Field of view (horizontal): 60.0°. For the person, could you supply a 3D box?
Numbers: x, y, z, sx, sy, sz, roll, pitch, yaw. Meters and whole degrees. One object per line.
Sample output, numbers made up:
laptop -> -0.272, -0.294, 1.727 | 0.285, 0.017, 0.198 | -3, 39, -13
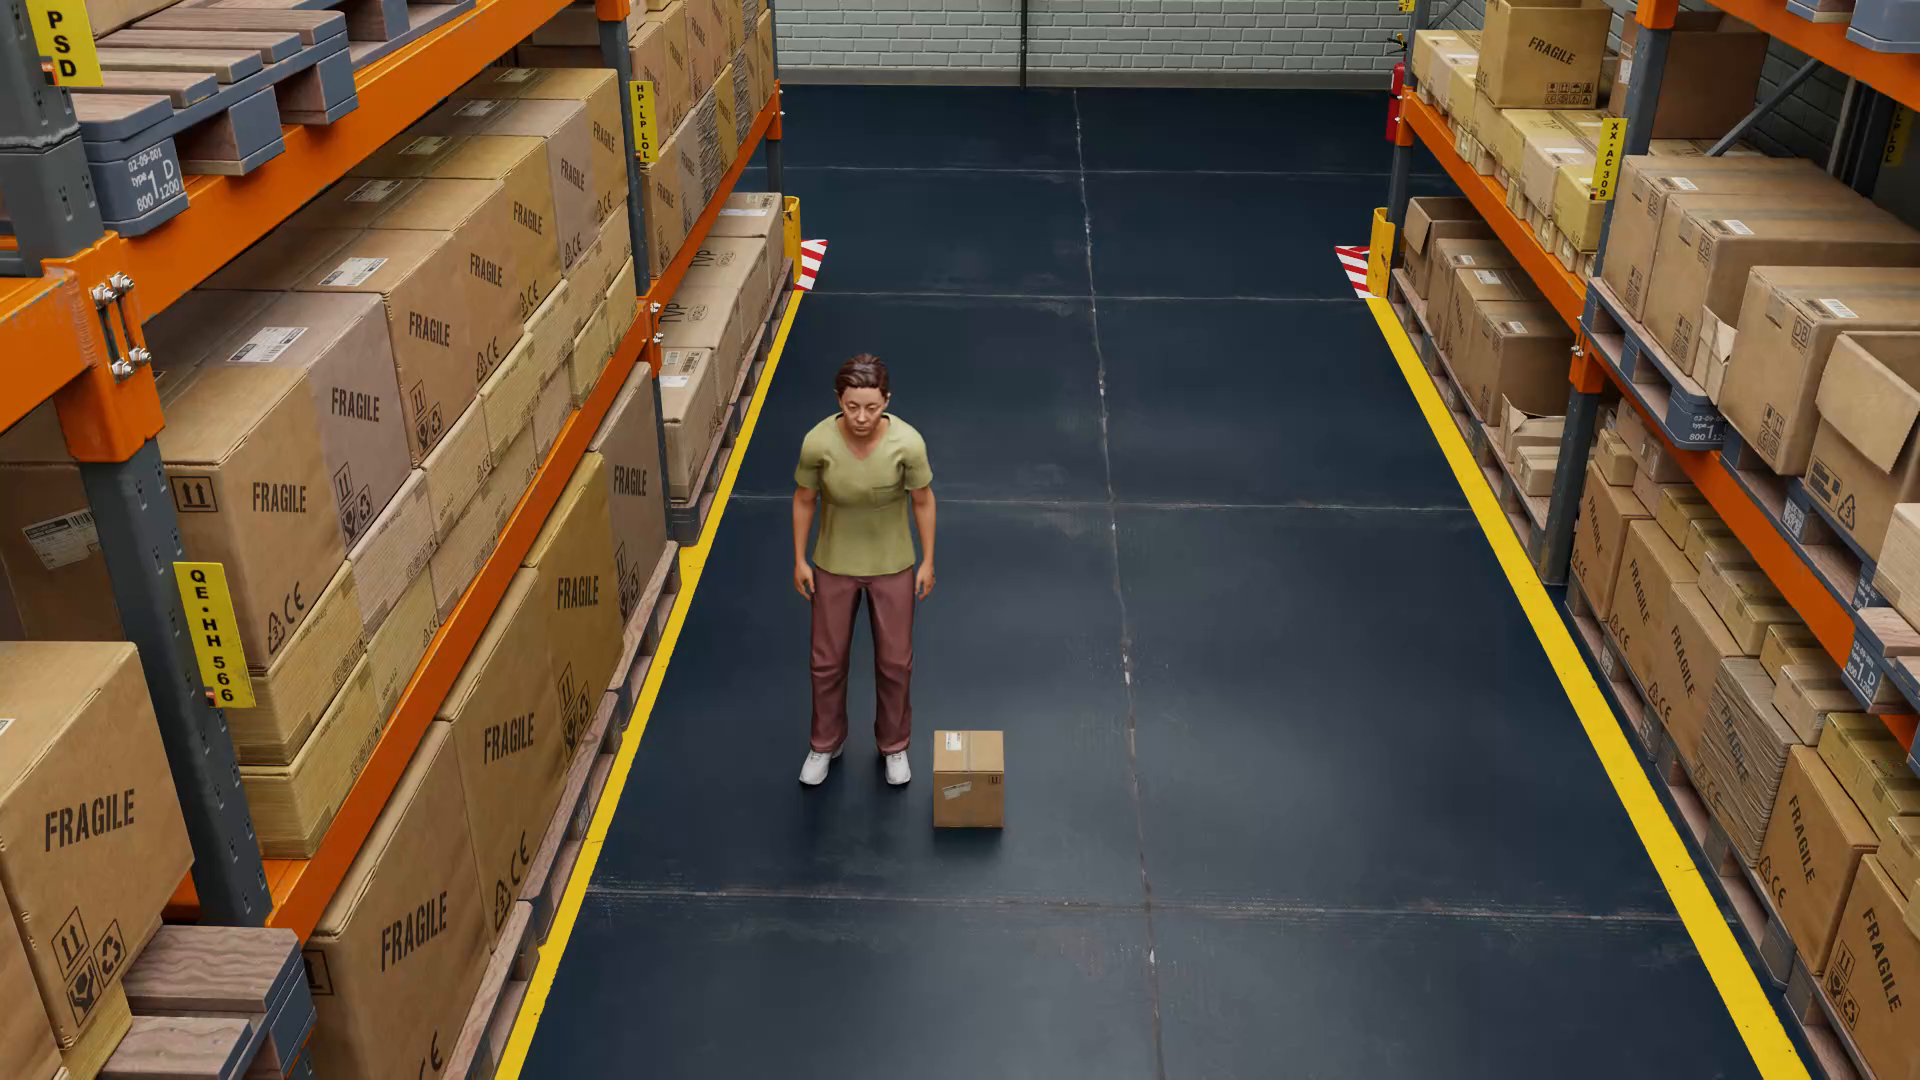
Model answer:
person -> -0.341, 0.108, 5.920 | 0.513, 1.673, 0.347 | 0, 28, 0
